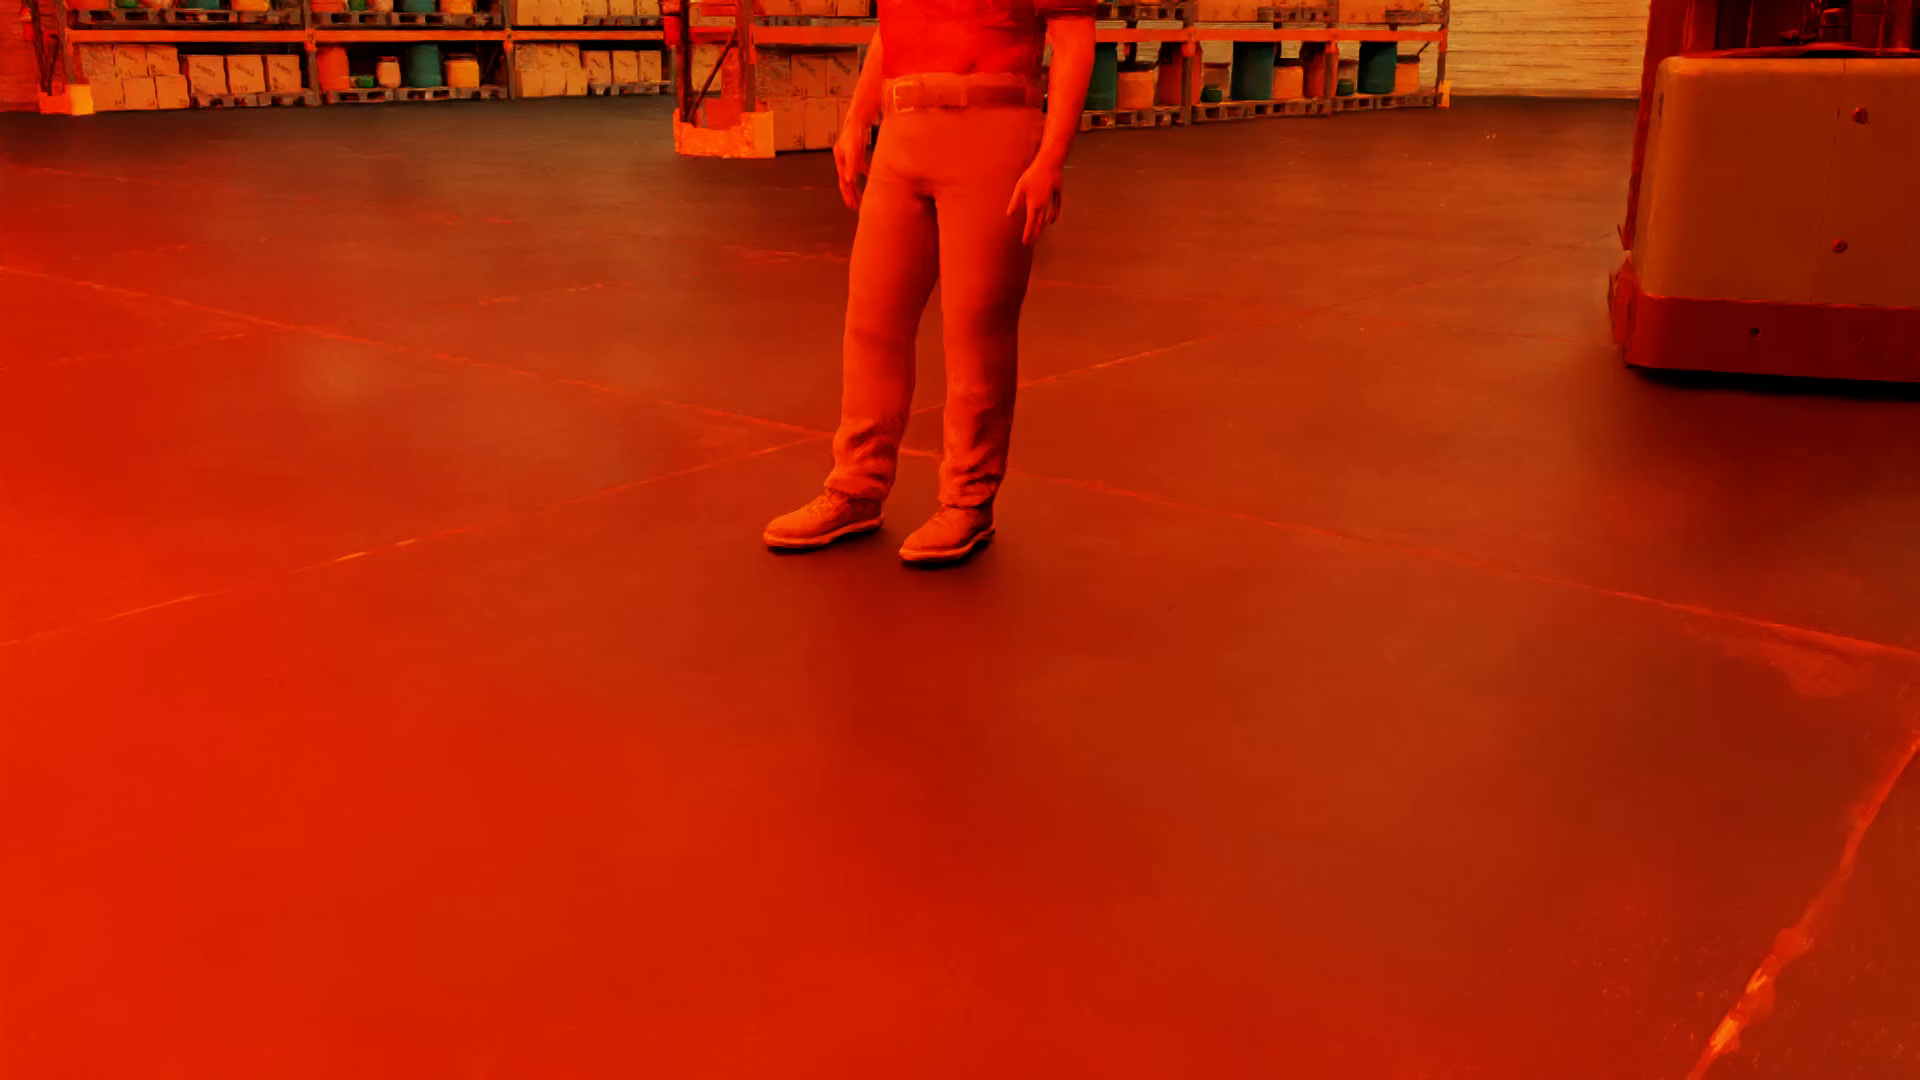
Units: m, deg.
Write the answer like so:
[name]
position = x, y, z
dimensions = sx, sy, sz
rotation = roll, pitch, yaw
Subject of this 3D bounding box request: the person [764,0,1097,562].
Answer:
[person]
position = -0.066, -0.816, 3.630
dimensions = 0.640, 1.727, 0.550
rotation = 13, 21, 37

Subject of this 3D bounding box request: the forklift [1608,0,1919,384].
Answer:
[forklift]
position = 3.265, -2.285, 6.424
dimensions = 1.130, 2.935, 3.031
rotation = 6, 18, 19
